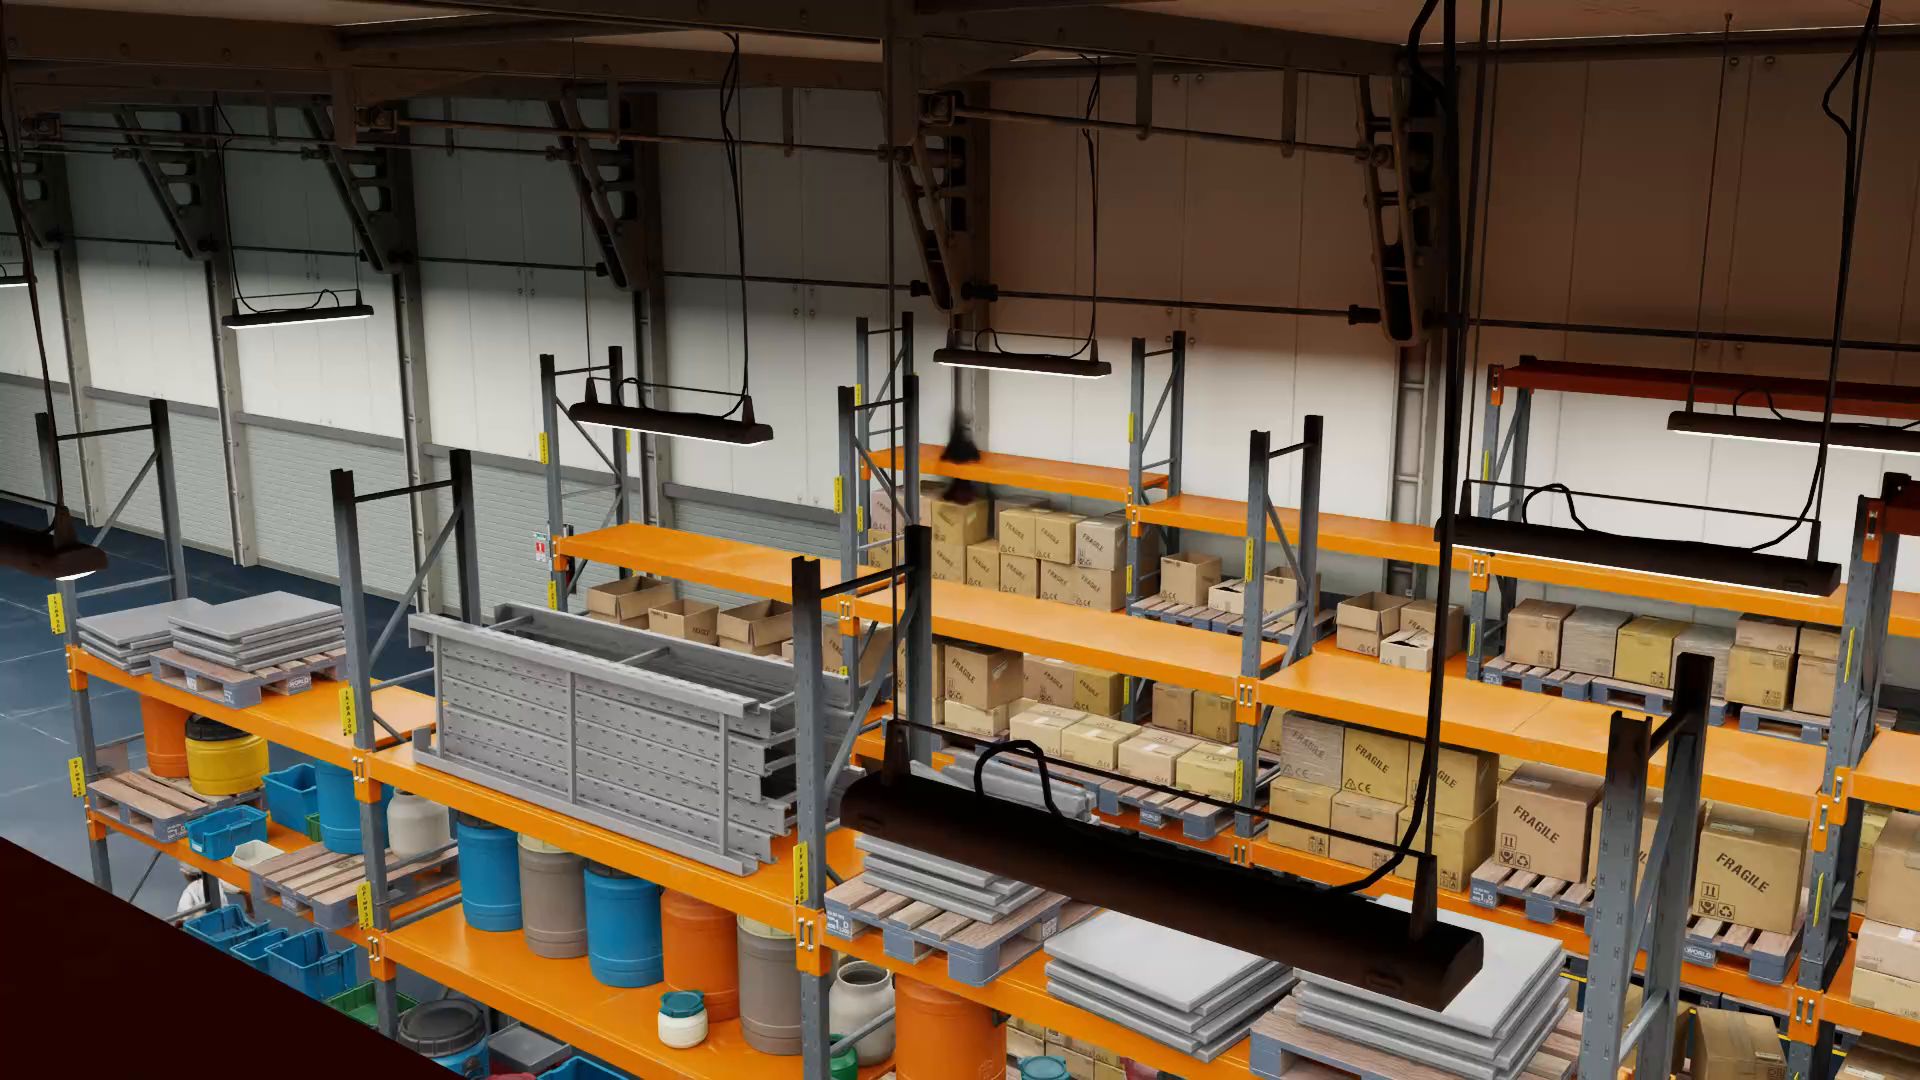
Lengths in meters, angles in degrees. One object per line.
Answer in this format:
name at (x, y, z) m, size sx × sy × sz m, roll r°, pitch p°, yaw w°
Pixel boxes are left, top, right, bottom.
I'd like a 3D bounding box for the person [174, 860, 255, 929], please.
person at (-7.095, 3.704, 15.799) m, size 0.596 × 1.574 × 0.706 m, roll 3°, pitch 13°, yaw 14°
